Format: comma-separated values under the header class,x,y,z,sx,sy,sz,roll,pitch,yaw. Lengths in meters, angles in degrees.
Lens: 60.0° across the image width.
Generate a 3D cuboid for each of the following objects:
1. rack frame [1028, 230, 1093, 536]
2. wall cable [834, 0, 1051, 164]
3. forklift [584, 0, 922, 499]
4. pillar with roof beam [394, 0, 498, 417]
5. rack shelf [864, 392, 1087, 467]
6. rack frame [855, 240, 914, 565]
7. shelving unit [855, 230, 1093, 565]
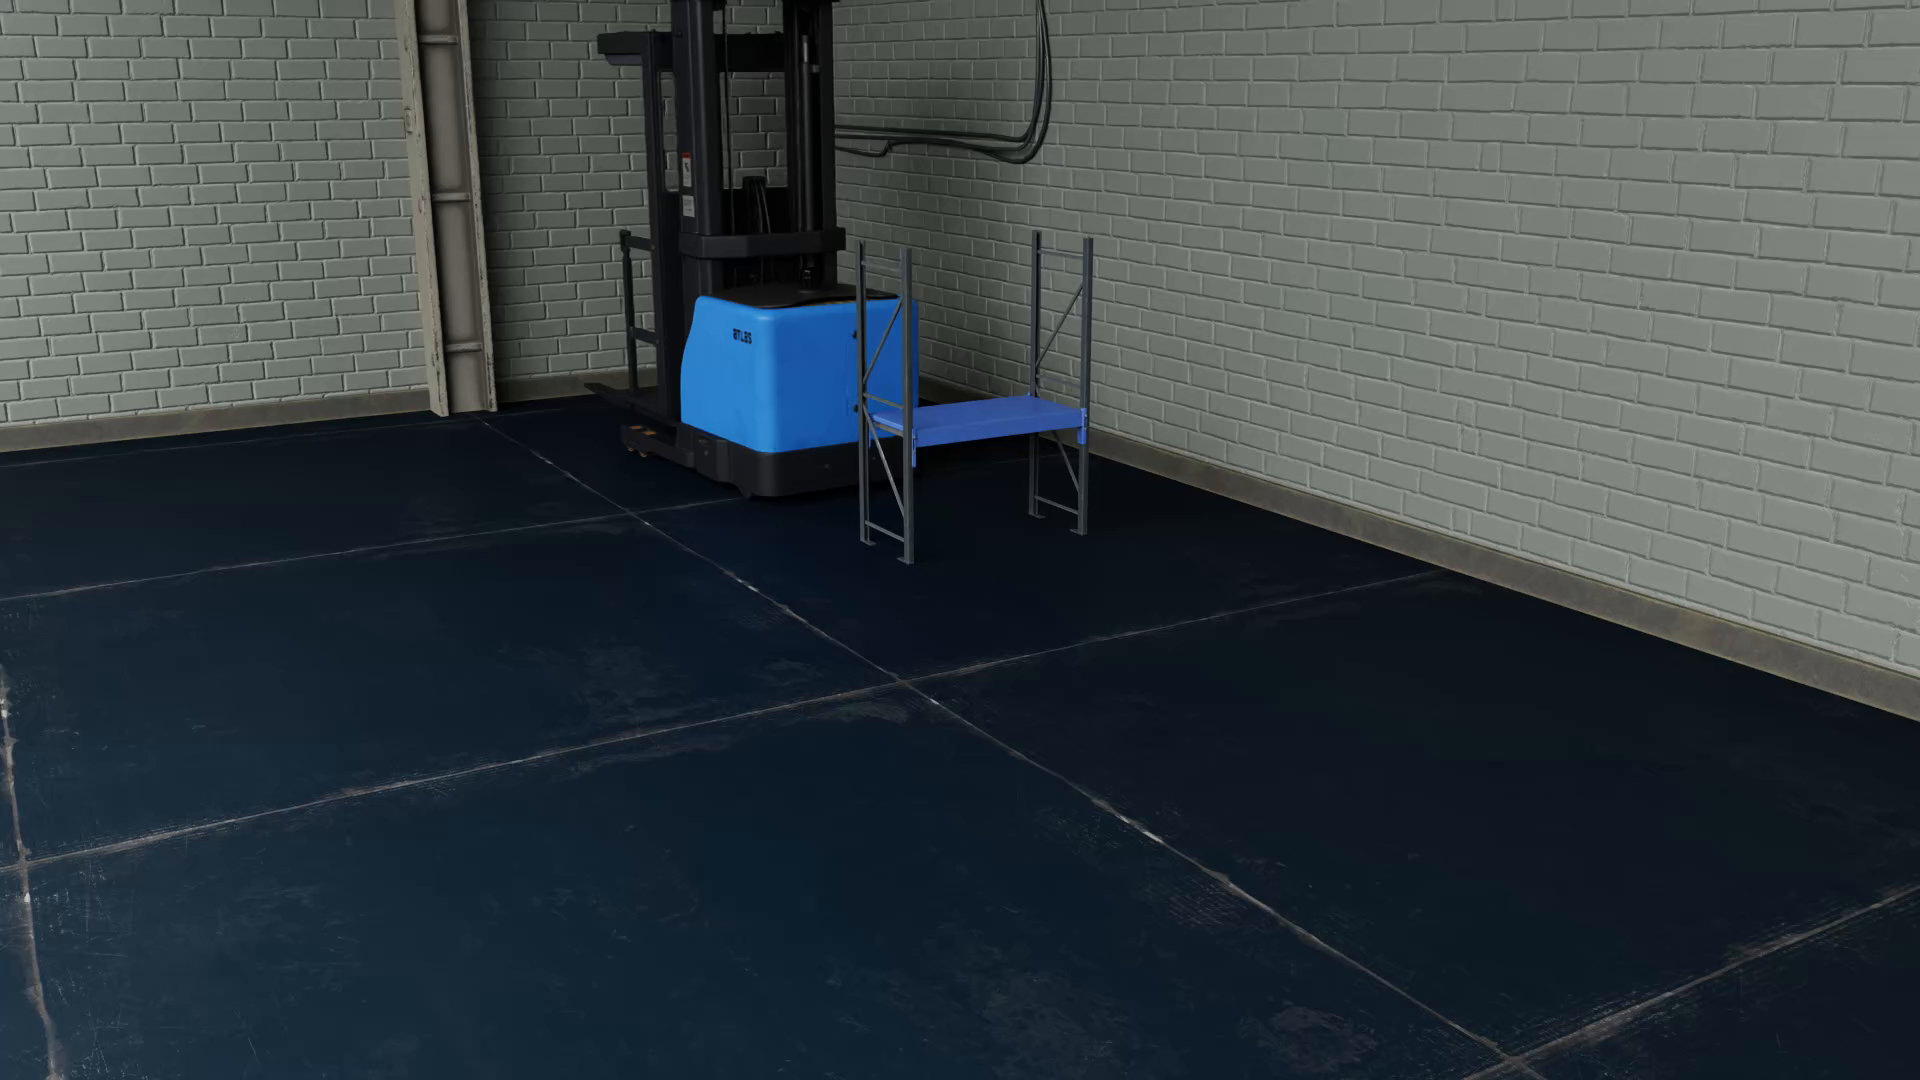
class,x,y,z,sx,sy,sz,roll,pitch,yaw
rack frame,0.509,-0.805,8.502,0.032,1.500,0.500,-9,18,-30
wall cable,-0.272,-3.853,11.236,0.112,2.526,3.097,-9,18,-30
forklift,-1.458,-1.980,10.044,1.130,2.935,3.031,-10,19,-33
pillar with roof beam,-1.261,-4.249,6.894,0.400,9.000,9.100,-9,18,-30
rack shelf,0.073,-0.561,8.298,1.000,0.185,0.538,-9,18,-30
rack frame,-0.363,-0.663,7.998,0.032,1.500,0.500,-9,18,-30
shelving unit,0.073,-0.734,8.250,1.048,1.500,0.538,-9,18,-30
